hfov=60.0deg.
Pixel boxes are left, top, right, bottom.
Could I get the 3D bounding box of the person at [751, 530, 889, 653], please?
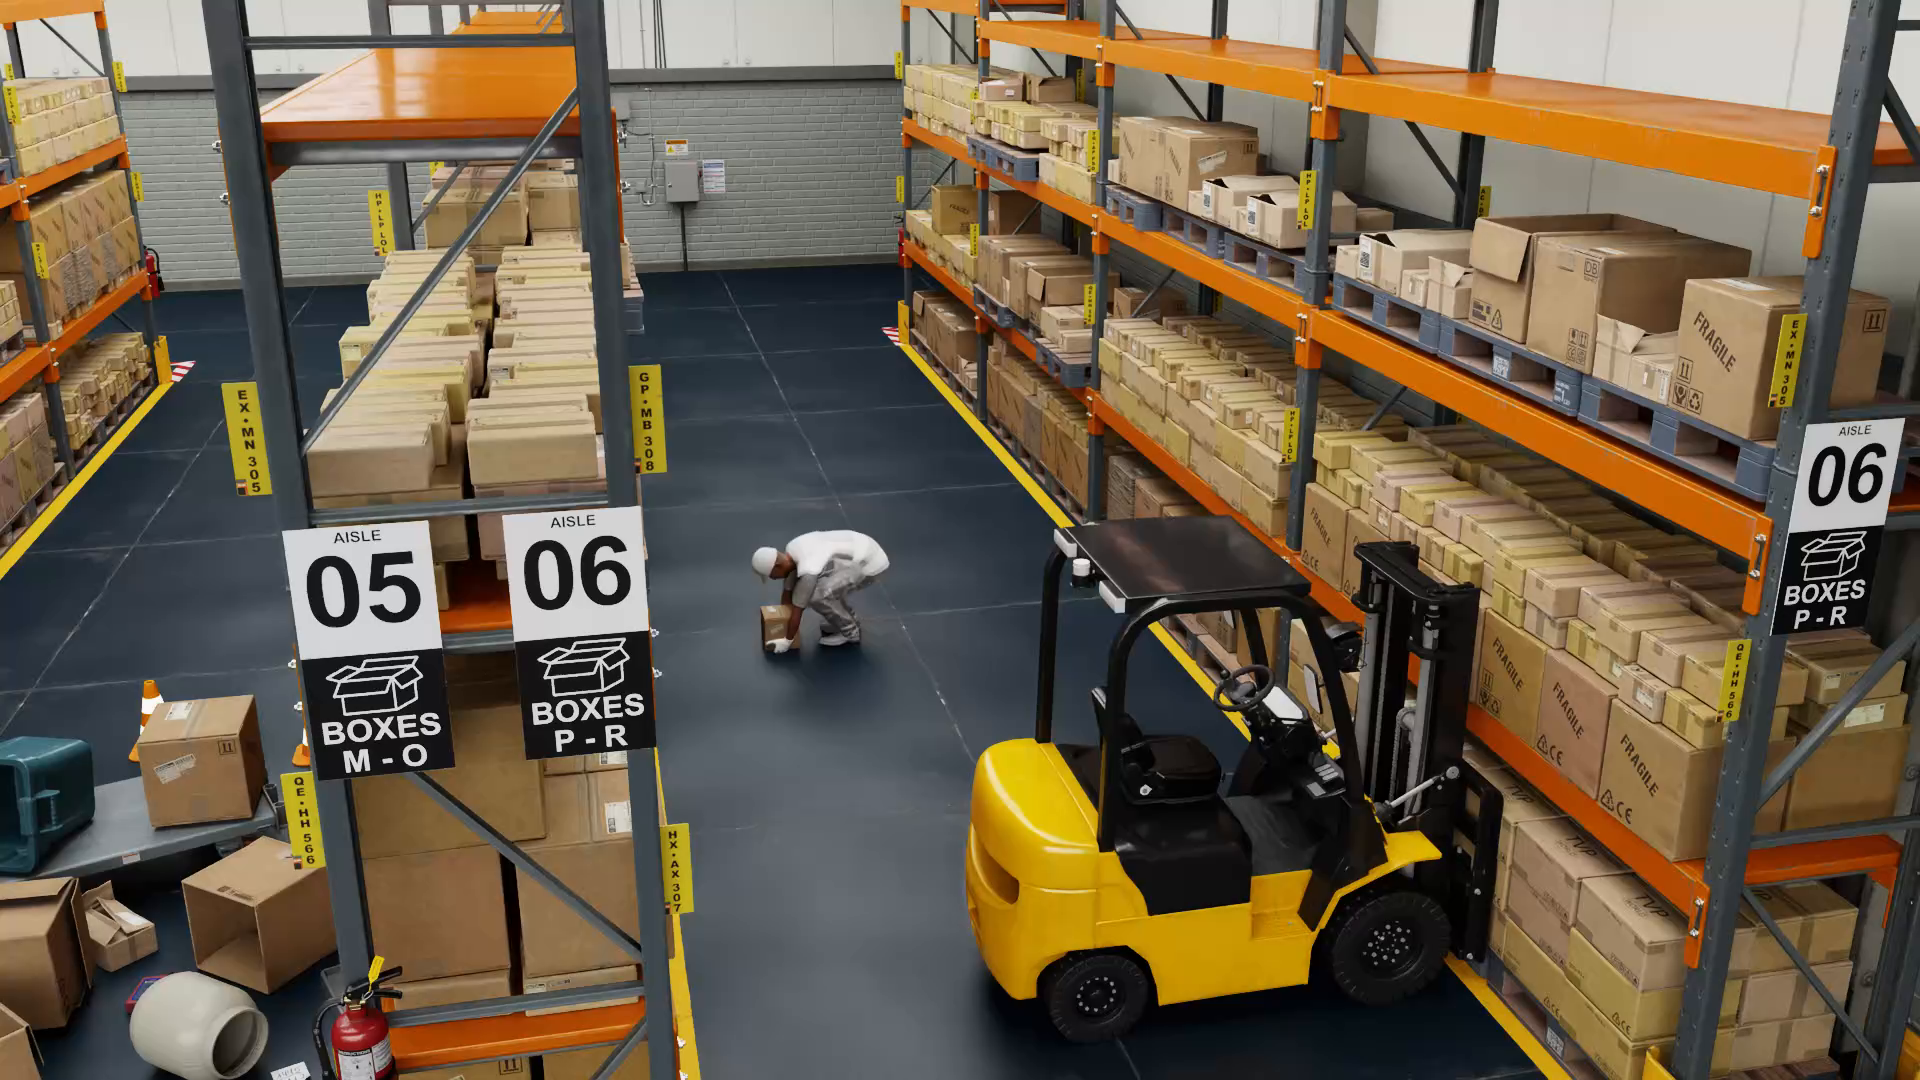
[{"bbox_3d":[-1.005,0.360,12.014,0.988,0.833,0.551,-5,20,-14],"label":"person"}]
